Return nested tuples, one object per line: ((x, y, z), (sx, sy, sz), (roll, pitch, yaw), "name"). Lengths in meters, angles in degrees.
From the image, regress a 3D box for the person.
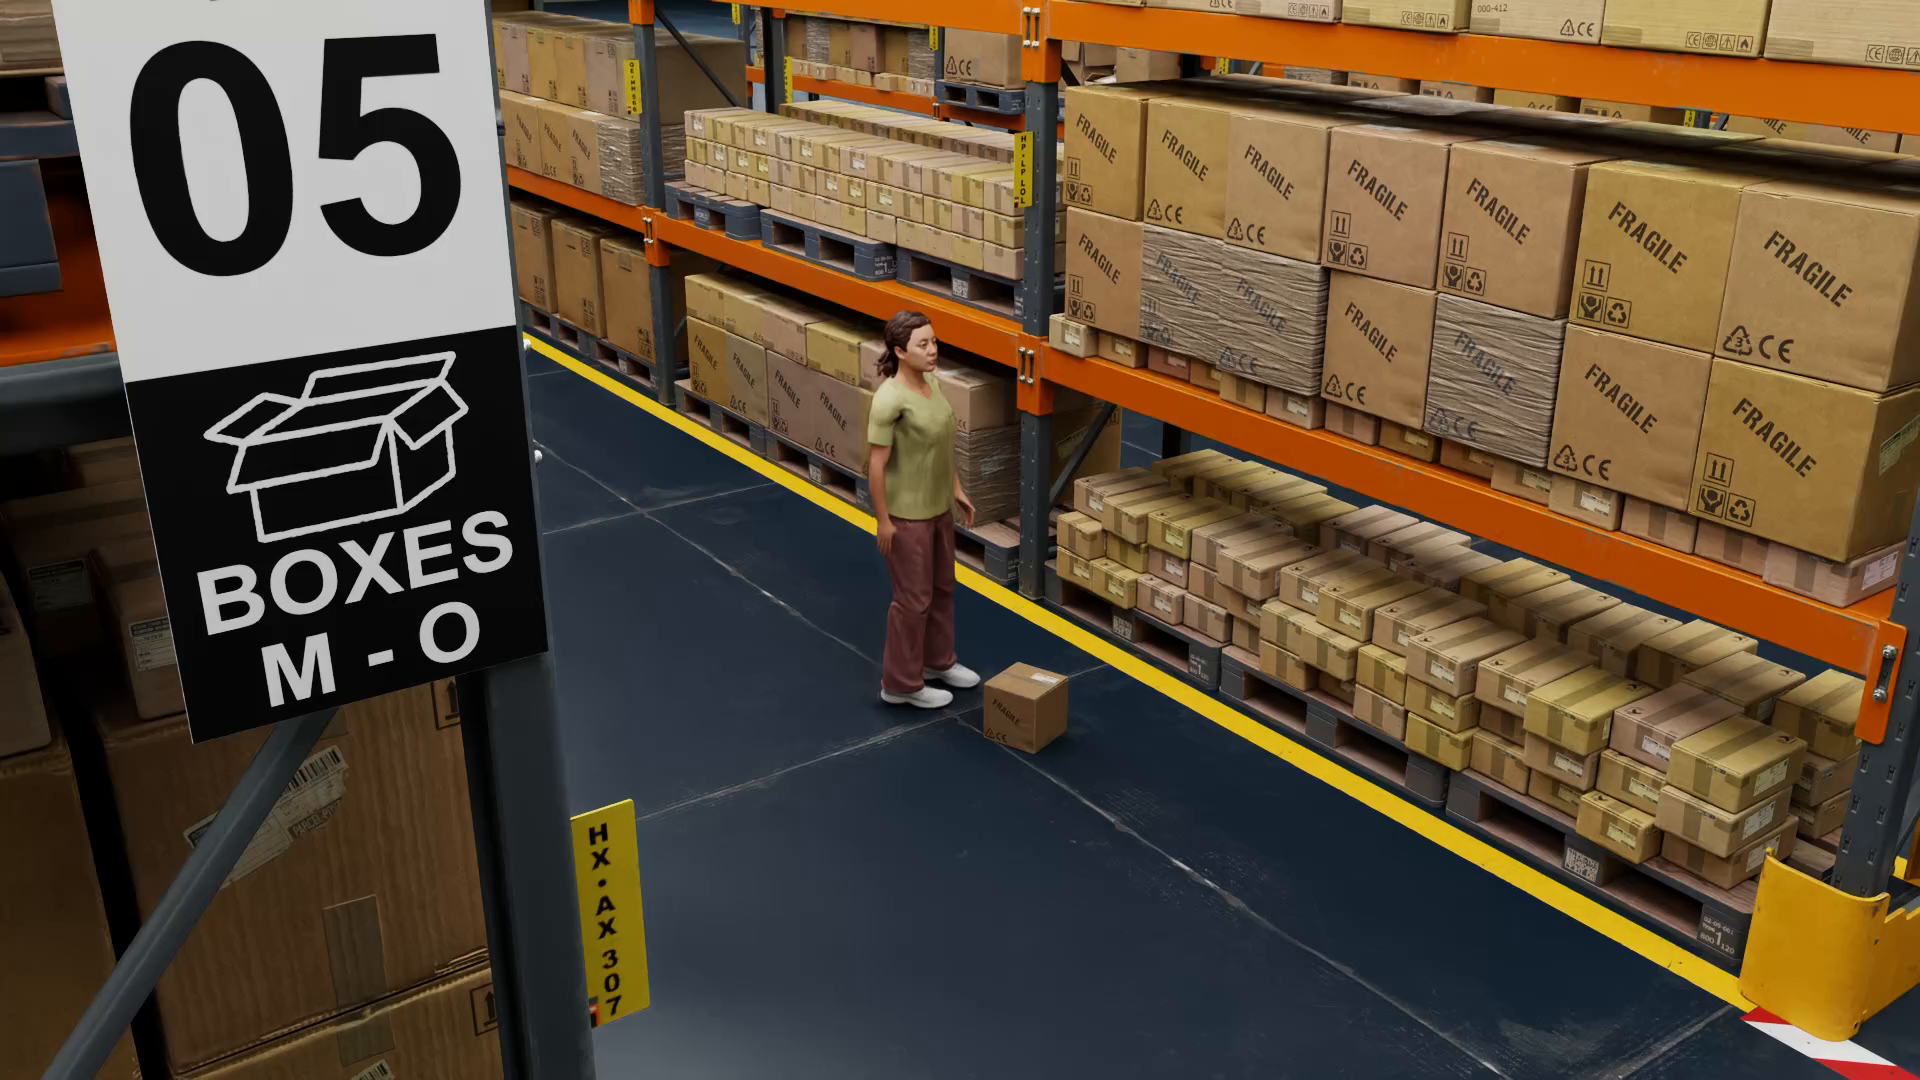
((-0.168, -0.113, 6.833), (0.384, 1.679, 0.482), (11, 24, 26), "person")
